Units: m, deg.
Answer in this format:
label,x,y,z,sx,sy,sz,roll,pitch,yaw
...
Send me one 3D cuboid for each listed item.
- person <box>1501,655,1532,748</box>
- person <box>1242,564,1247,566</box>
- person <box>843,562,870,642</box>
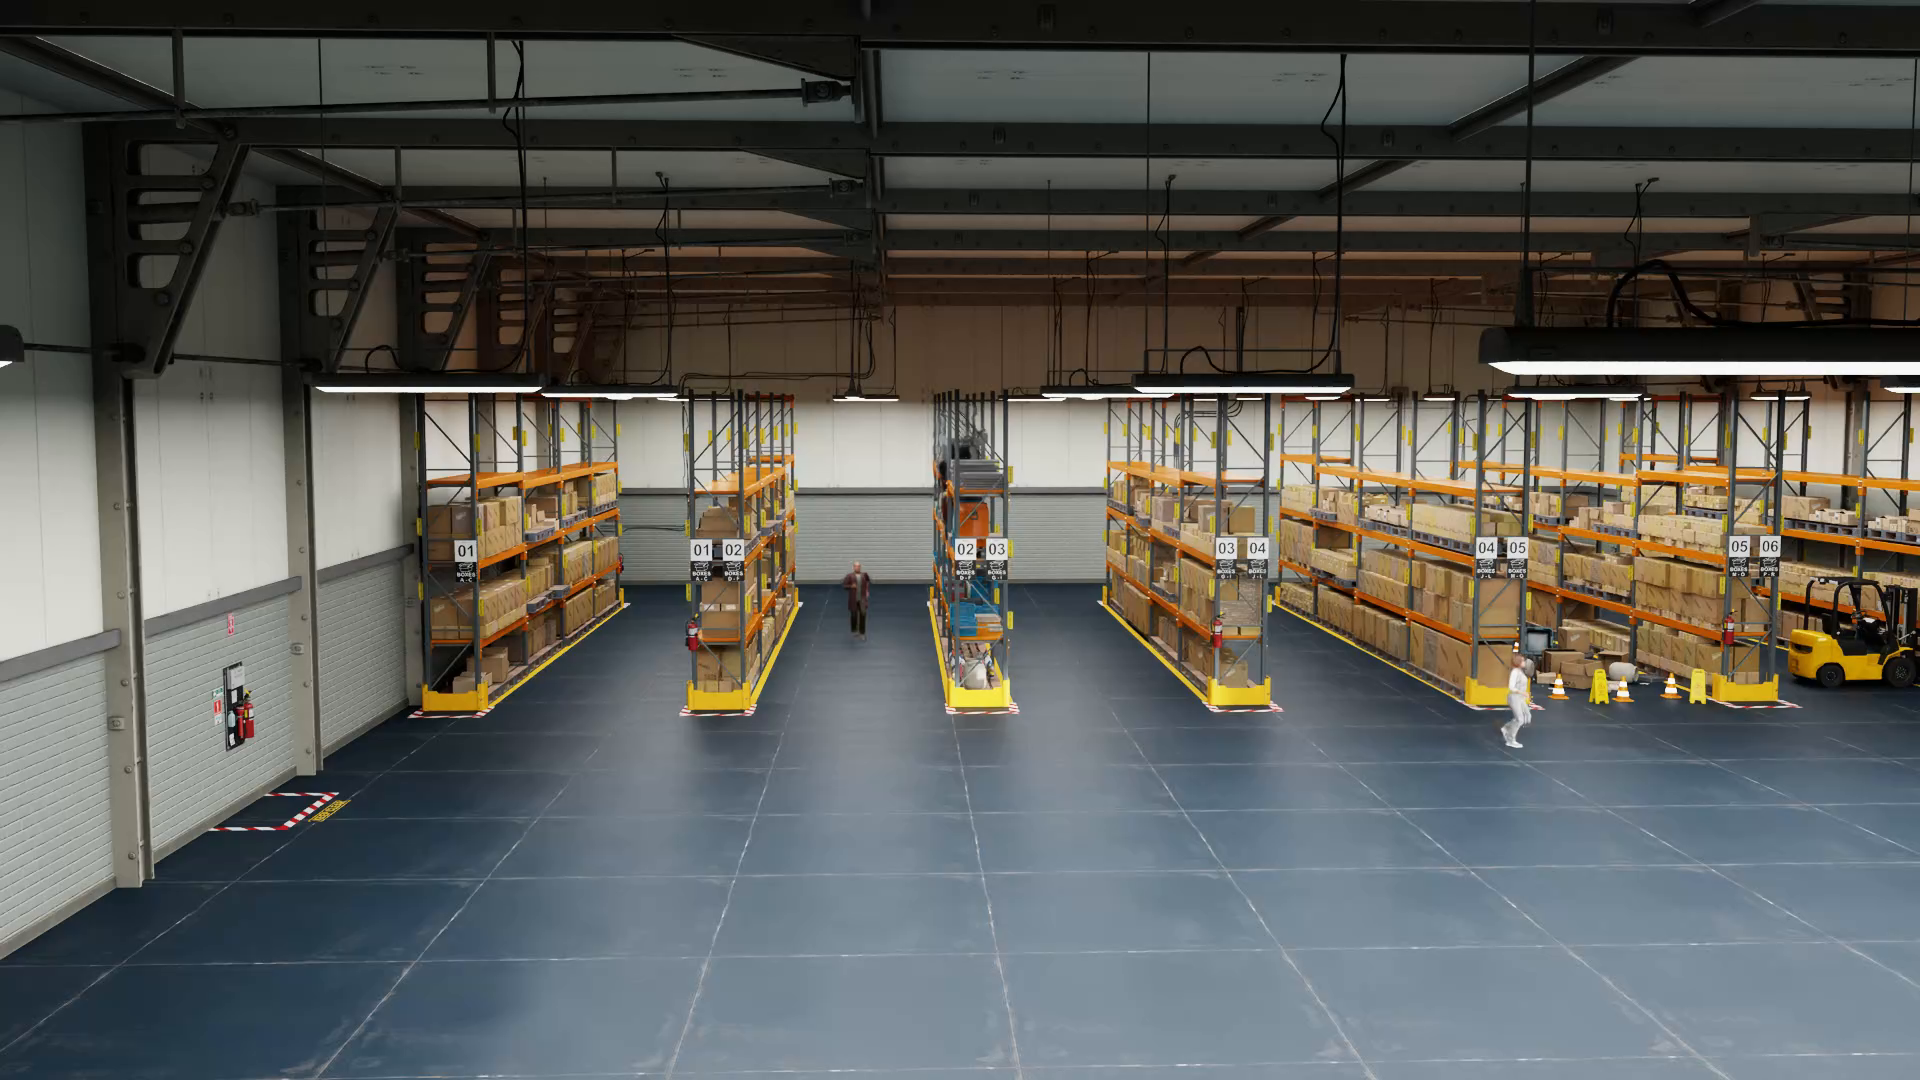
label,x,y,z,sx,sy,sz,roll,pitch,yaw
person,9.275,2.684,27.692,0.532,1.564,0.543,3,6,32
person,7.897,0.998,47.255,0.741,1.746,0.831,1,5,9
person,-2.413,1.427,39.035,0.692,1.842,0.836,-1,5,-11
